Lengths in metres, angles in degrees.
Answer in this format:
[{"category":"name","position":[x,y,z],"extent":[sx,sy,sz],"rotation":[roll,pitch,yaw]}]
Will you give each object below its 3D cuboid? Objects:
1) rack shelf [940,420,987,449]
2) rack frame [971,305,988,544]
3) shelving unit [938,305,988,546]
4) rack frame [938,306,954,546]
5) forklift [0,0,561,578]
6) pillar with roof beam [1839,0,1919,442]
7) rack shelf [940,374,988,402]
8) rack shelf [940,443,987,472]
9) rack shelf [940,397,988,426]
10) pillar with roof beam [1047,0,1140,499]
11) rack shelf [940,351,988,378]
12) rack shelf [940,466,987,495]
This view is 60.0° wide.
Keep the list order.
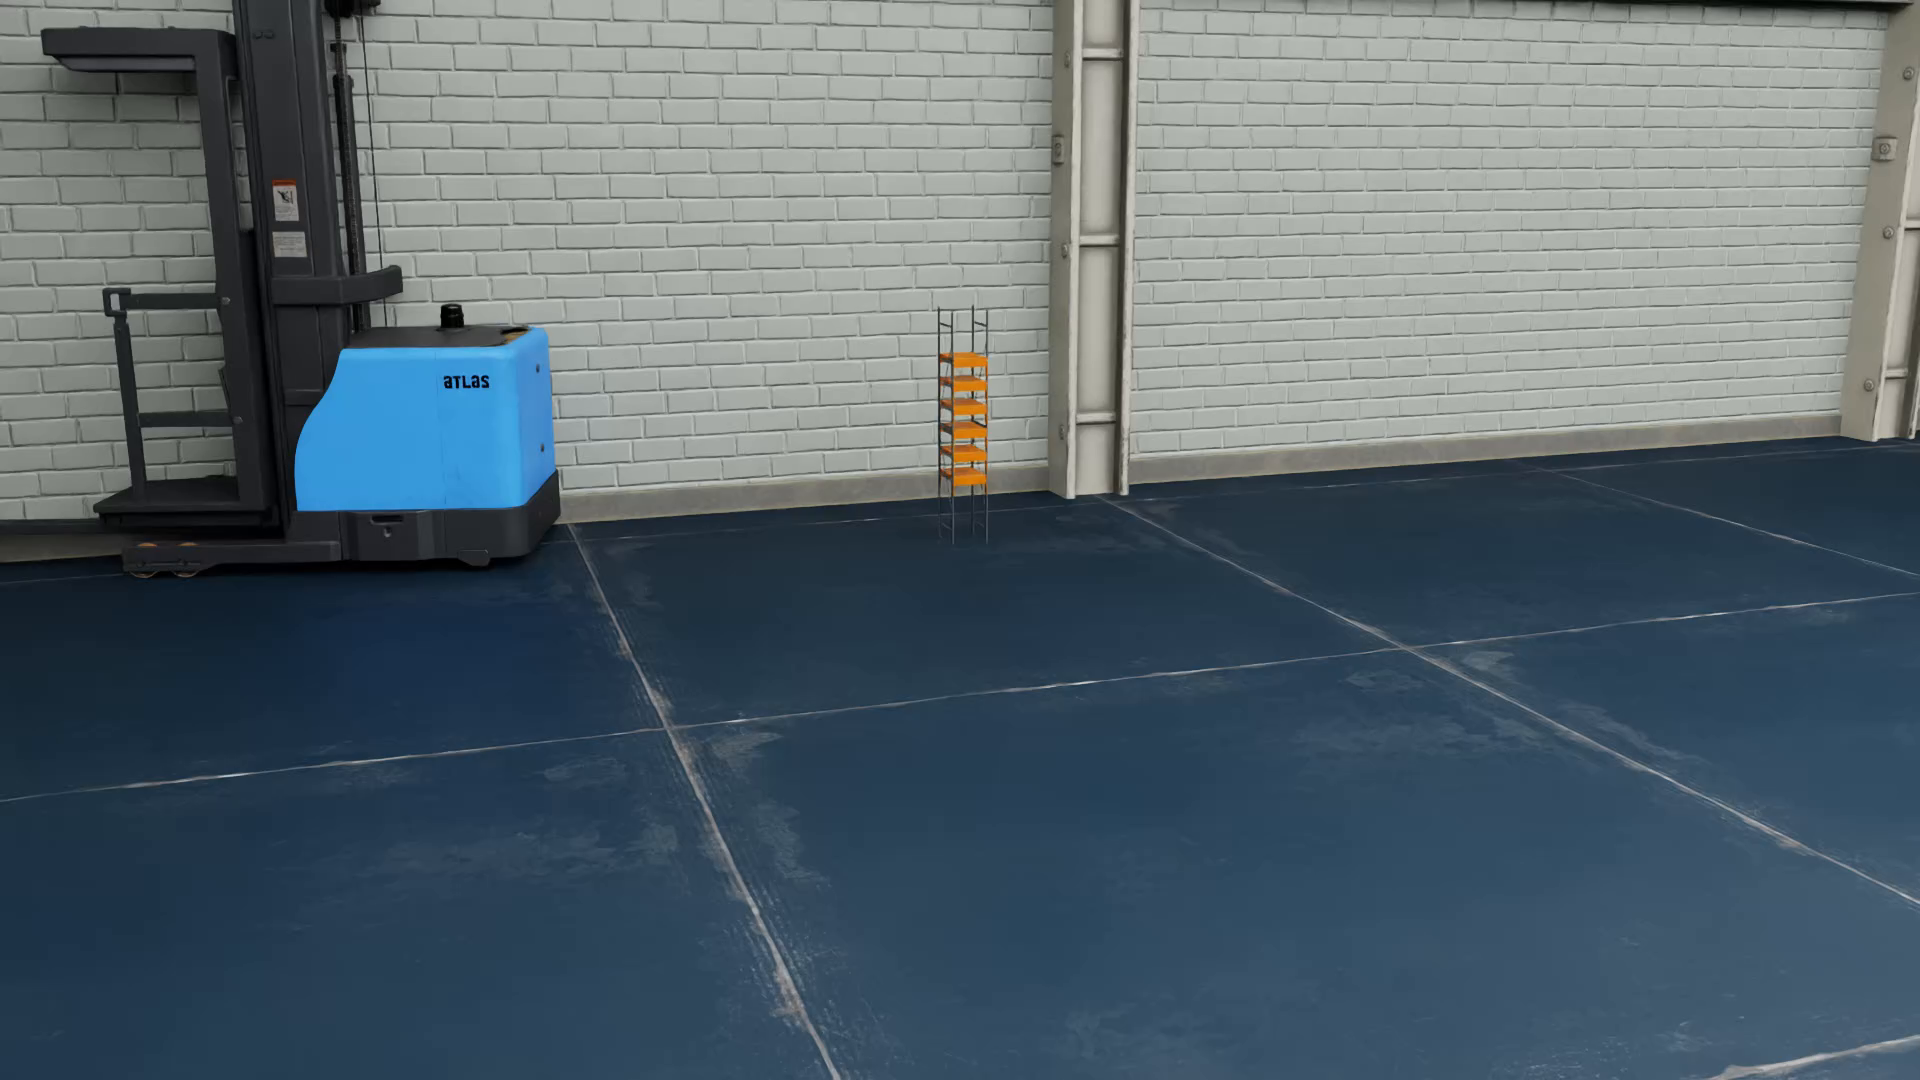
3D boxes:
[{"category":"rack shelf","position":[0.014,-0.542,8.519],"extent":[0.180,0.103,0.258],"rotation":[-4,14,-18]},{"category":"rack frame","position":[0.100,-0.592,8.537],"extent":[0.006,1.200,0.240],"rotation":[-4,14,-18]},{"category":"shelving unit","position":[0.014,-0.585,8.508],"extent":[0.189,1.200,0.258],"rotation":[-4,14,-18]},{"category":"rack frame","position":[-0.073,-0.578,8.480],"extent":[0.006,1.200,0.240],"rotation":[-4,14,-18]},{"category":"forklift","position":[-3.623,-1.371,8.075],"extent":[3.031,2.935,1.130],"rotation":[-1,13,-4]},{"category":"pillar with roof beam","position":[7.815,-4.162,6.692],"extent":[0.400,9.000,9.100],"rotation":[-4,14,-18]},{"category":"rack shelf","position":[0.014,-0.775,8.463],"extent":[0.180,0.103,0.258],"rotation":[-4,14,-18]},{"category":"rack shelf","position":[0.014,-0.425,8.546],"extent":[0.180,0.103,0.258],"rotation":[-4,14,-18]},{"category":"rack shelf","position":[0.014,-0.658,8.491],"extent":[0.180,0.103,0.258],"rotation":[-4,14,-18]},{"category":"pillar with roof beam","position":[2.128,-3.719,4.830],"extent":[0.400,9.000,9.100],"rotation":[-4,14,-18]},{"category":"rack shelf","position":[0.014,-0.892,8.435],"extent":[0.180,0.103,0.258],"rotation":[-4,14,-18]},{"category":"rack shelf","position":[0.014,-0.308,8.574],"extent":[0.180,0.103,0.258],"rotation":[-4,14,-18]}]
